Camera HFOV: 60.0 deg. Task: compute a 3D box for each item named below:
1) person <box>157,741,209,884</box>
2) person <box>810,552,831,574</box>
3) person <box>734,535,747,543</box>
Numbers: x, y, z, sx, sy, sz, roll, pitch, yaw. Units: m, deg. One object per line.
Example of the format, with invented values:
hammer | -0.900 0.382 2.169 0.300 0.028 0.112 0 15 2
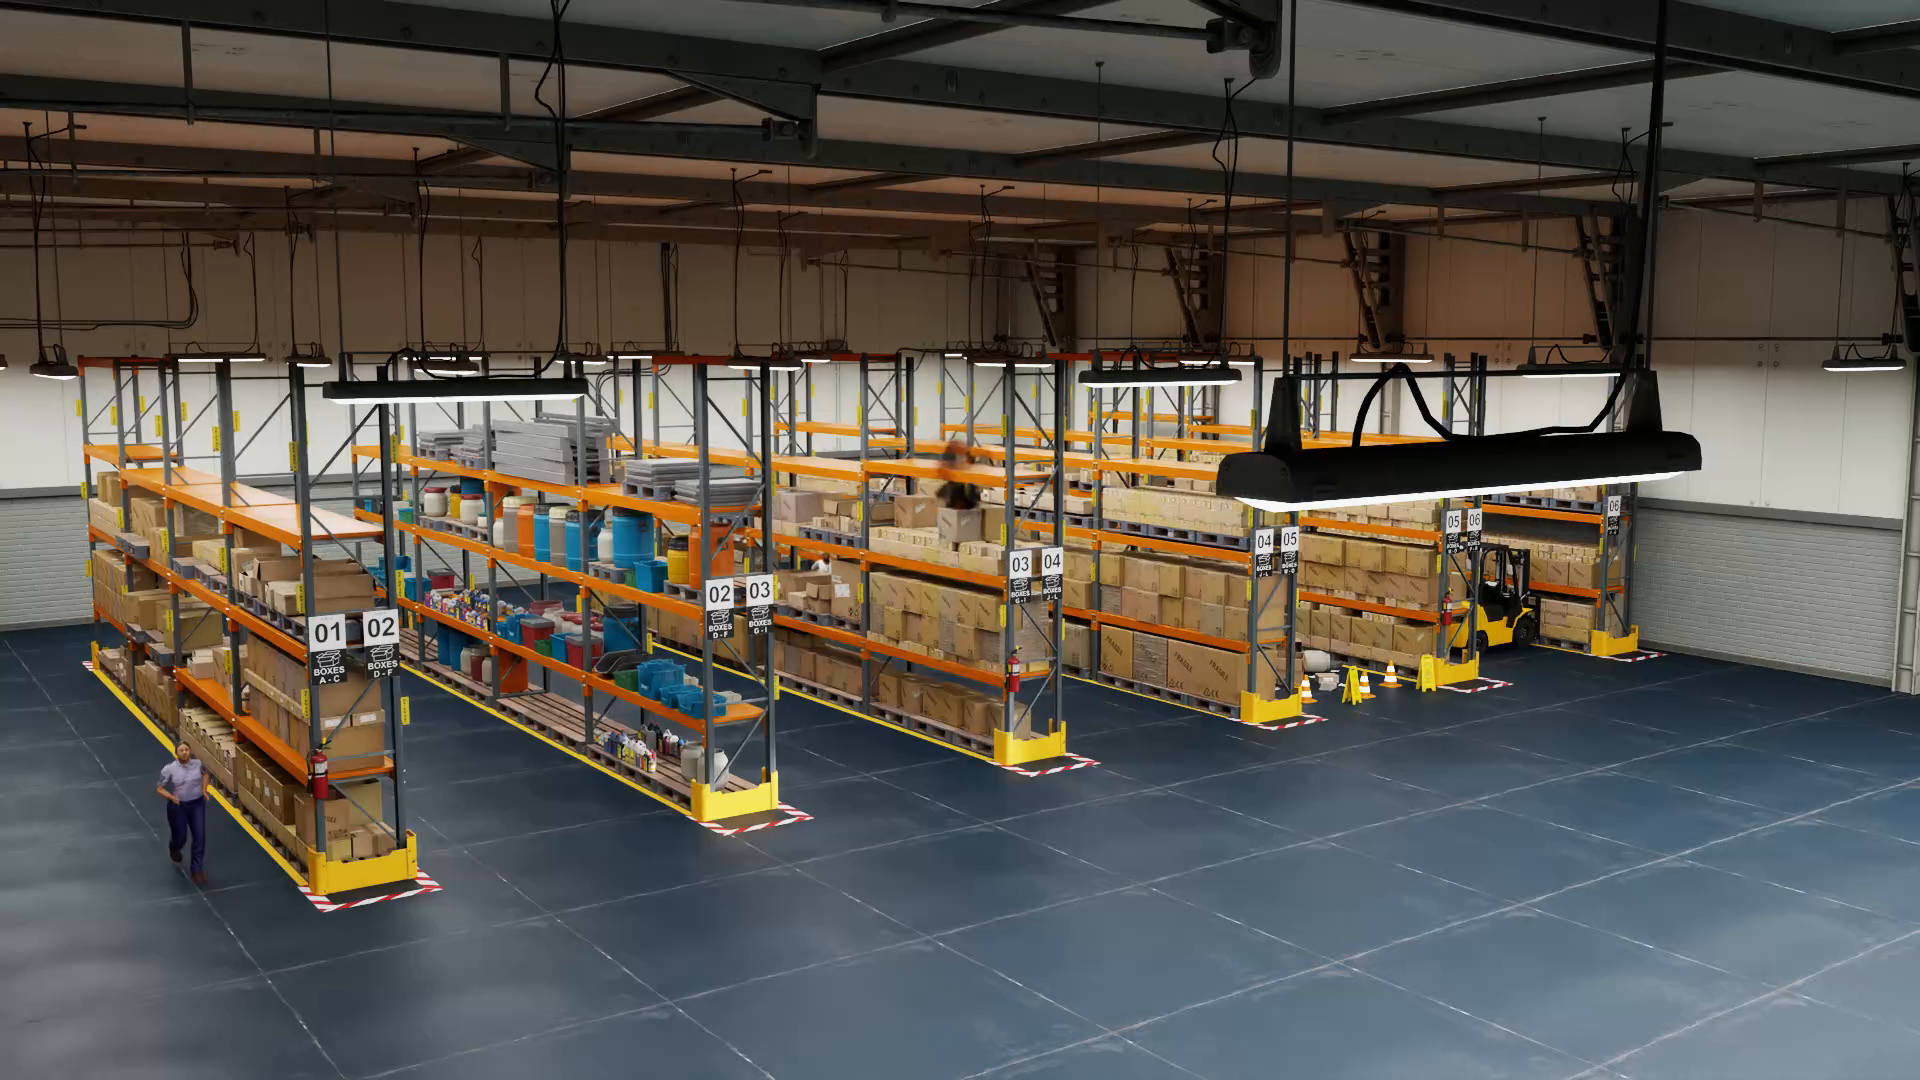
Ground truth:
person | -9.095 3.165 19.551 0.607 1.640 0.829 -6 9 -38
person | -2.886 1.051 36.256 0.666 1.796 0.924 -4 8 -30
person | -5.499 0.534 41.013 0.855 1.672 0.585 3 7 20
